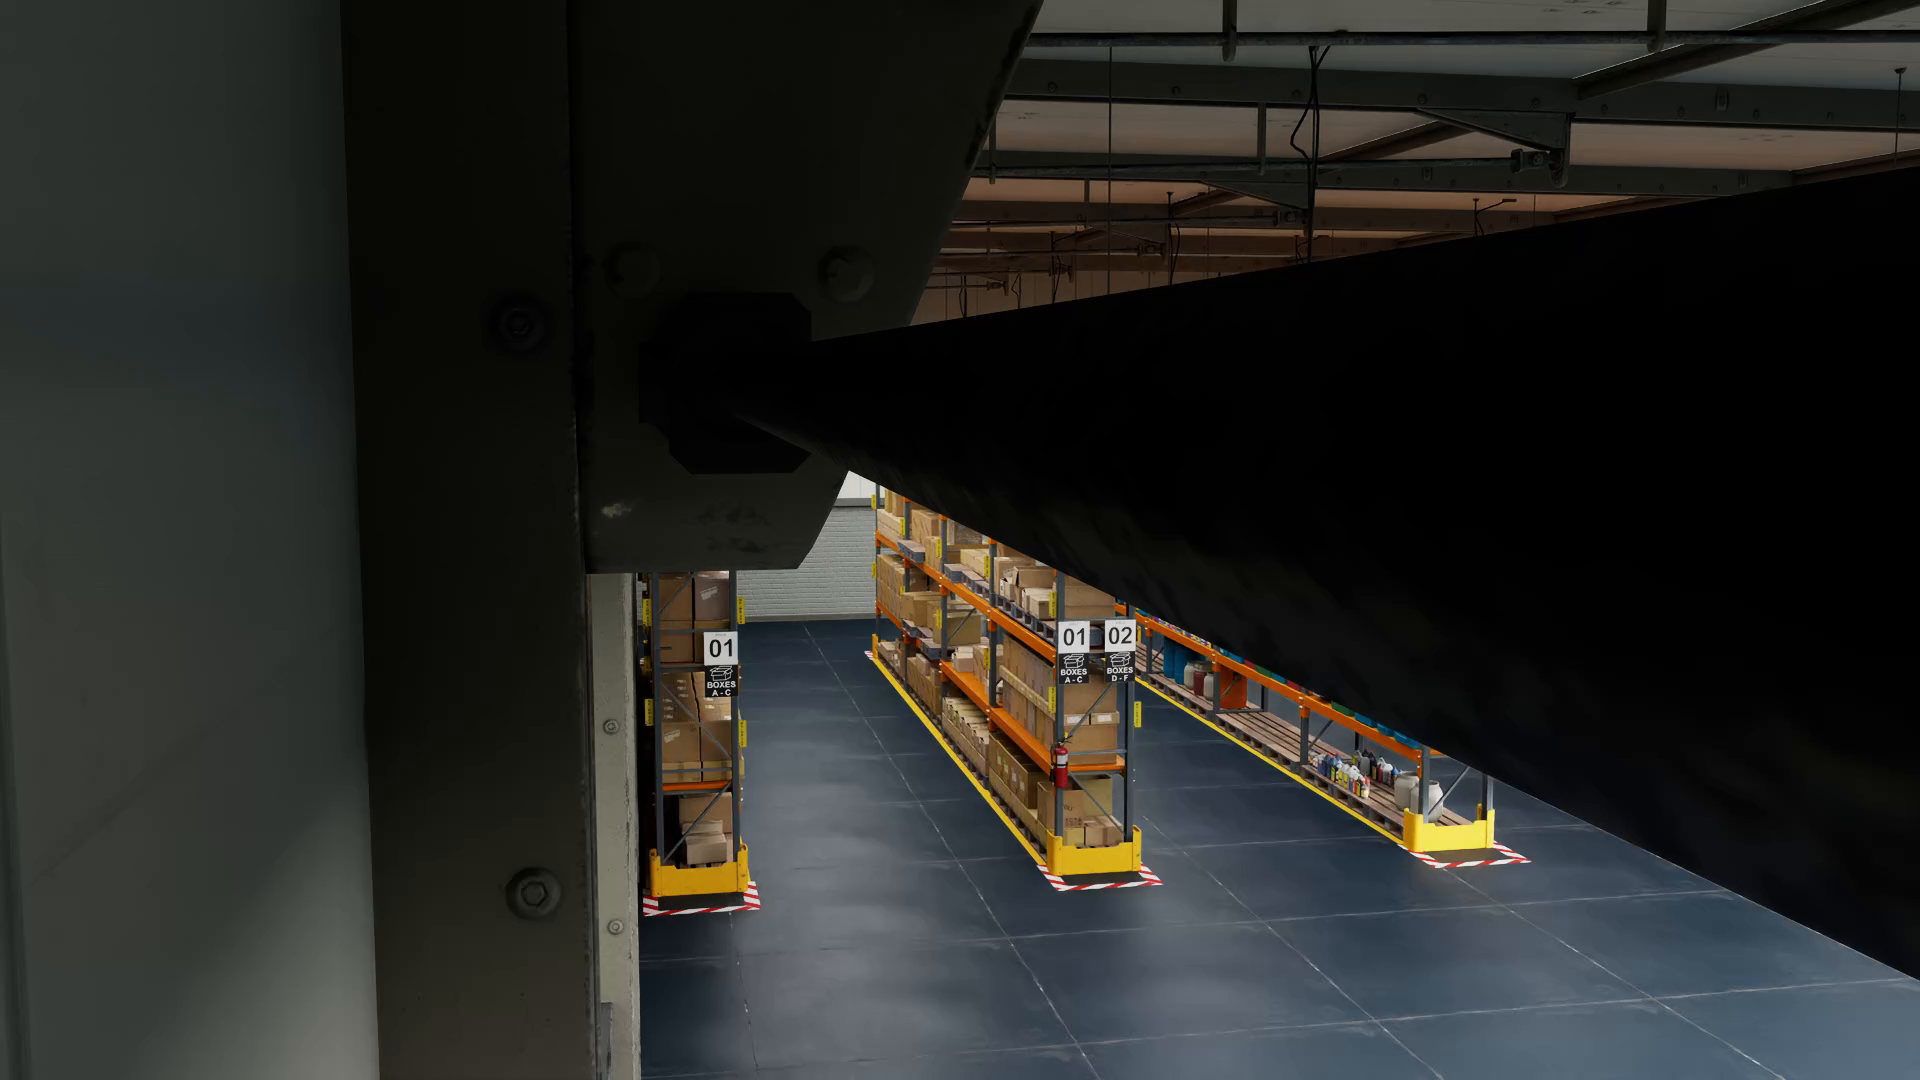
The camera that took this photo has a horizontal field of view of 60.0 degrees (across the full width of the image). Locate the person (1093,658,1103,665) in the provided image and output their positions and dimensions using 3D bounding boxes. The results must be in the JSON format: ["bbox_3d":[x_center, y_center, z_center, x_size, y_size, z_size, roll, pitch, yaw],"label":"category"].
[{"bbox_3d":[2.304,2.478,30.153,0.664,1.521,0.564,0,6,-3],"label":"person"}]

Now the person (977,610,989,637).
[{"bbox_3d":[0.519,1.771,36.484,0.476,1.704,0.803,-2,6,-19],"label":"person"}]
